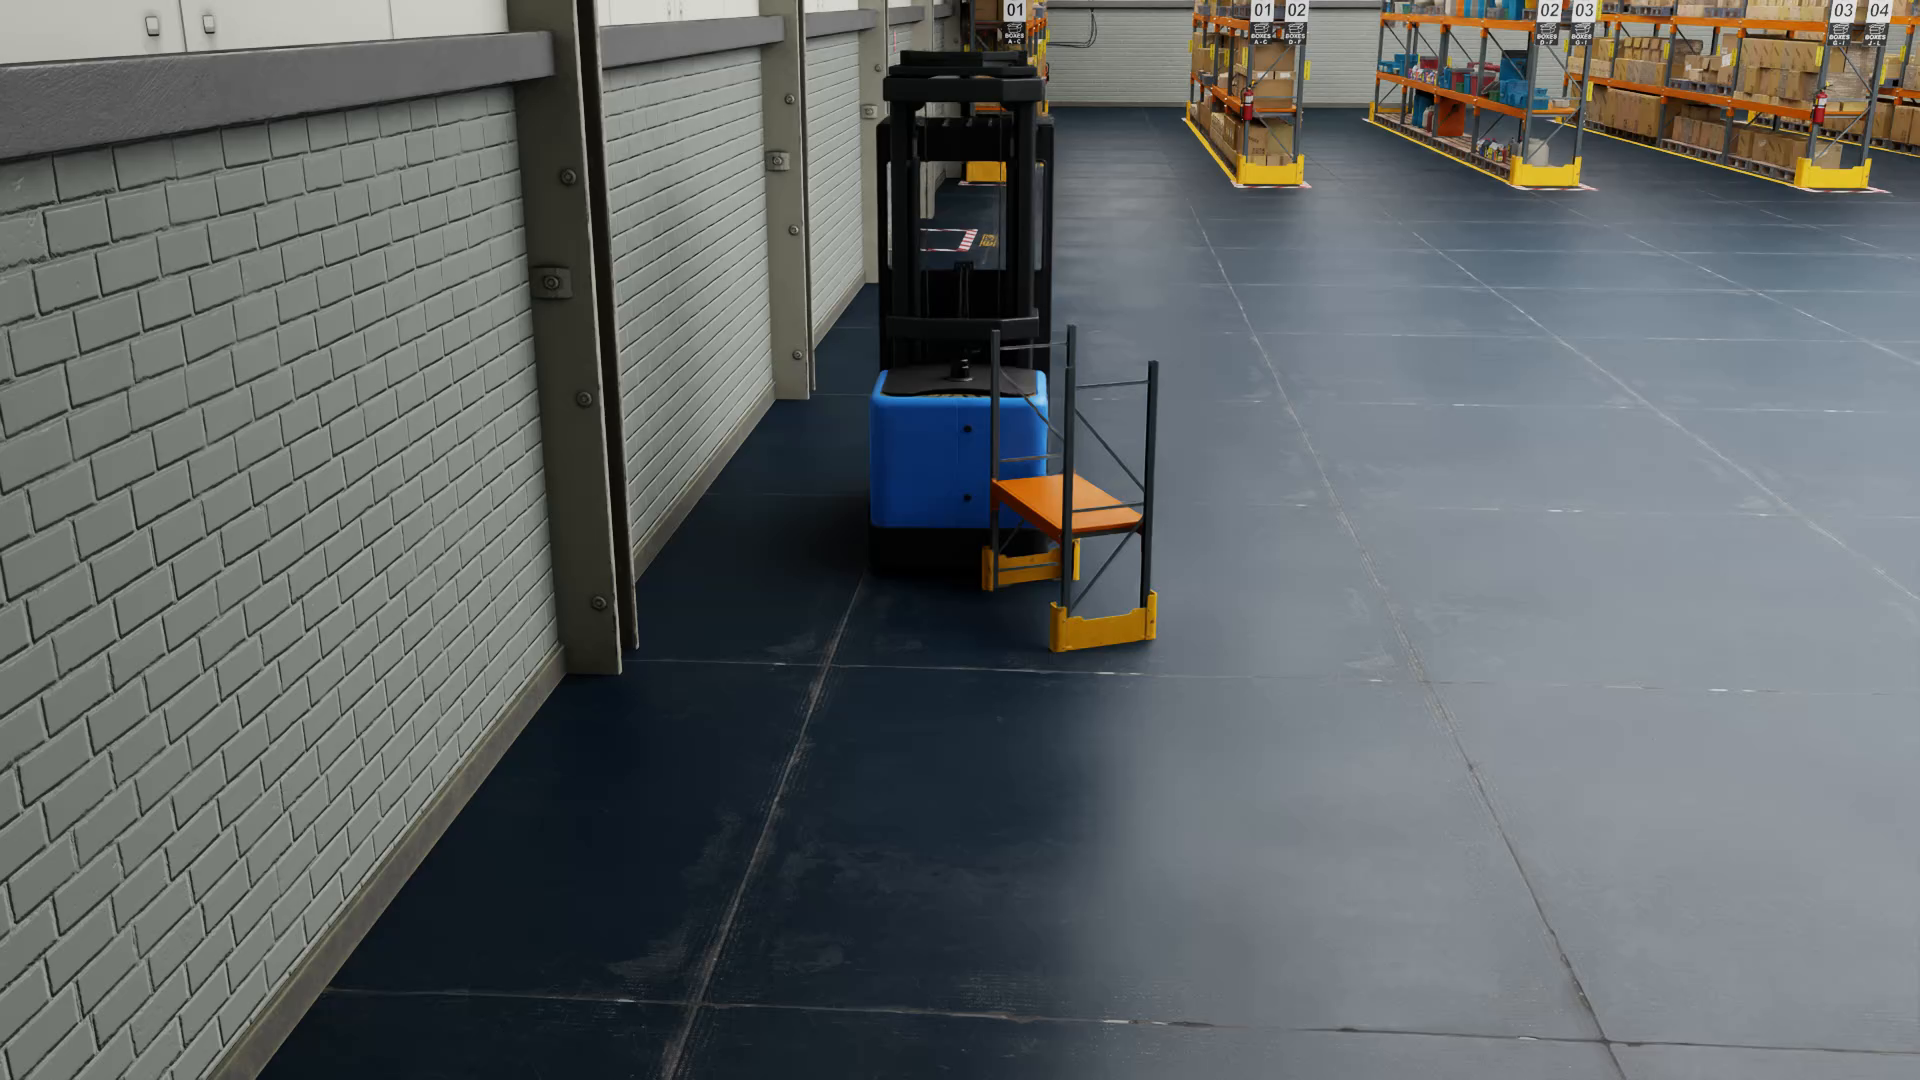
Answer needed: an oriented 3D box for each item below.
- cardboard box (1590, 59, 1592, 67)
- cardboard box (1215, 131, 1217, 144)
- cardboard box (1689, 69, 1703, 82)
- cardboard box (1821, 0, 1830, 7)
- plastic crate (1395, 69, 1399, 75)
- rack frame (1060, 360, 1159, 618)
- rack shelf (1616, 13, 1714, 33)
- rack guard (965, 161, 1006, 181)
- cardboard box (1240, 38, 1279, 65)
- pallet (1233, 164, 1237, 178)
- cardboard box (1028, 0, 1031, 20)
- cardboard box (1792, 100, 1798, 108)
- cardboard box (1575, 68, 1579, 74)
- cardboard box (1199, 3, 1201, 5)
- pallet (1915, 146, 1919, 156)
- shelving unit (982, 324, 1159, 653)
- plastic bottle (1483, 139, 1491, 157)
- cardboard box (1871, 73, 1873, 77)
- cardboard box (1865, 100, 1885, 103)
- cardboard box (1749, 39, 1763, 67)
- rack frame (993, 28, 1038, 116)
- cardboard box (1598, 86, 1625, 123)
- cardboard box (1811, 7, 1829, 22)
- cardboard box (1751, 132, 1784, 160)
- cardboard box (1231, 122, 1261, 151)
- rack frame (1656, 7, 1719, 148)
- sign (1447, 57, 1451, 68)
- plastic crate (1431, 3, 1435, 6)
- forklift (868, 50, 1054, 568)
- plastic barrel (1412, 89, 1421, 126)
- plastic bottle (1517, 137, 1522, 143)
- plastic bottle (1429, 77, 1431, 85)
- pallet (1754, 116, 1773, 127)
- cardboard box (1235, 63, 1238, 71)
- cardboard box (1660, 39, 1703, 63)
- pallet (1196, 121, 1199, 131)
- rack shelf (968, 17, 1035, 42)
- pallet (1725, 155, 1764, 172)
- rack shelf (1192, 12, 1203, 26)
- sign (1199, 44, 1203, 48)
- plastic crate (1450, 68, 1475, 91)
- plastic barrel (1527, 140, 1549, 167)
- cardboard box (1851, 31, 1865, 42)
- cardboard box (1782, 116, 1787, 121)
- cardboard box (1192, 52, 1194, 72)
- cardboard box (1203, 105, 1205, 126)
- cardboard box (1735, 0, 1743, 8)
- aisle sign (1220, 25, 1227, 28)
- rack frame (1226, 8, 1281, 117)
[{"bbox_3d":[16.244,-12.116,42.344,0.500,0.250,0.500,1,18,3],"label":"cardboard box"},{"bbox_3d":[5.762,-8.666,35.794,0.500,0.250,0.500,2,18,5],"label":"cardboard box"},{"bbox_3d":[15.727,-9.797,35.070,0.500,0.250,0.500,1,18,2],"label":"cardboard box"},{"bbox_3d":[15.211,-9.336,28.881,0.380,0.149,0.250,1,18,4],"label":"cardboard box"},{"bbox_3d":[11.235,-11.788,41.926,0.437,0.125,0.590,1,18,4],"label":"plastic crate"},{"bbox_3d":[0.759,-0.163,8.511,0.500,1.500,0.032,-7,19,-19],"label":"rack frame"},{"bbox_3d":[16.220,-11.888,38.225,1.077,0.370,4.000,1,18,4],"label":"rack shelf"},{"bbox_3d":[0.686,-6.866,30.576,1.175,0.500,0.348,1,18,4],"label":"rack guard"},{"bbox_3d":[5.848,-9.533,32.454,0.700,0.500,0.500,1,18,4],"label":"cardboard box"},{"bbox_3d":[5.635,-6.835,30.942,1.003,0.211,1.213,1,18,4],"label":"pallet"},{"bbox_3d":[1.028,-9.777,30.435,0.500,0.500,0.500,2,18,8],"label":"cardboard box"},{"bbox_3d":[15.336,-7.906,30.139,0.380,0.149,0.250,1,18,4],"label":"cardboard box"},{"bbox_3d":[16.243,-12.206,43.259,0.380,0.149,0.250,1,18,3],"label":"cardboard box"},{"bbox_3d":[6.326,-13.470,42.138,0.500,0.250,0.500,1,18,4],"label":"cardboard box"},{"bbox_3d":[20.794,-8.095,34.790,1.003,0.211,1.213,1,18,4],"label":"pallet"},{"bbox_3d":[0.581,-0.314,8.973,0.587,1.500,1.083,-7,19,-19],"label":"shelving unit"},{"bbox_3d":[10.364,-7.702,32.659,0.144,0.351,0.185,1,18,2],"label":"plastic bottle"},{"bbox_3d":[20.631,-10.442,37.203,0.380,0.149,0.250,2,18,5],"label":"cardboard box"},{"bbox_3d":[20.881,-9.942,38.084,0.500,0.250,0.500,2,18,5],"label":"cardboard box"},{"bbox_3d":[15.469,-9.316,31.793,0.500,0.500,0.500,1,18,4],"label":"cardboard box"},{"bbox_3d":[1.255,-10.515,37.697,1.000,3.000,0.127,1,18,4],"label":"rack frame"},{"bbox_3d":[16.490,-10.819,41.362,0.875,0.875,0.875,1,18,4],"label":"cardboard box"},{"bbox_3d":[15.284,-9.209,29.133,0.500,0.250,0.500,2,18,5],"label":"cardboard box"},{"bbox_3d":[15.687,-7.652,32.297,0.500,0.500,0.500,7,20,21],"label":"cardboard box"},{"bbox_3d":[5.421,-7.655,31.504,0.500,0.500,0.500,1,18,4],"label":"cardboard box"},{"bbox_3d":[16.076,-10.184,36.685,1.000,3.000,0.127,1,18,4],"label":"rack frame"},{"bbox_3d":[11.971,-11.655,40.731,0.100,0.325,0.005,1,18,4],"label":"sign"},{"bbox_3d":[11.785,-13.280,41.526,0.497,0.269,0.590,1,18,4],"label":"plastic crate"},{"bbox_3d":[0.042,-1.634,10.701,1.130,2.935,3.031,1,18,2],"label":"forklift"},{"bbox_3d":[11.367,-10.570,40.560,0.600,0.901,0.708,1,18,4],"label":"plastic barrel"},{"bbox_3d":[11.091,-7.796,32.945,0.144,0.351,0.185,1,18,2],"label":"plastic bottle"},{"bbox_3d":[10.804,-10.533,38.069,0.097,0.201,0.097,0,18,0],"label":"plastic bottle"},{"bbox_3d":[21.491,-10.926,43.428,1.003,0.211,1.213,1,18,4],"label":"pallet"},{"bbox_3d":[5.697,-9.440,33.214,0.380,0.149,0.250,1,18,4],"label":"cardboard box"},{"bbox_3d":[16.145,-10.935,37.205,0.797,0.503,0.637,2,18,6],"label":"cardboard box"},{"bbox_3d":[6.533,-10.536,42.240,1.003,0.211,1.213,1,18,4],"label":"pallet"},{"bbox_3d":[0.824,-9.735,31.655,1.077,0.370,4.000,1,18,4],"label":"rack shelf"},{"bbox_3d":[15.777,-7.407,32.689,1.003,0.211,1.213,1,18,4],"label":"pallet"},{"bbox_3d":[6.626,-13.353,42.695,1.077,0.370,4.000,1,18,4],"label":"rack shelf"},{"bbox_3d":[5.941,-12.069,41.049,0.100,0.325,0.005,1,18,4],"label":"sign"},{"bbox_3d":[10.715,-9.830,35.501,0.402,0.464,0.583,1,18,4],"label":"plastic crate"},{"bbox_3d":[10.534,-7.033,30.390,0.421,0.512,0.421,0,18,0],"label":"plastic barrel"},{"bbox_3d":[21.578,-12.083,40.236,0.500,0.500,0.500,2,18,5],"label":"cardboard box"},{"bbox_3d":[21.135,-10.735,42.270,0.380,0.149,0.250,1,18,4],"label":"cardboard box"},{"bbox_3d":[6.474,-12.806,44.528,0.500,0.500,0.500,2,18,5],"label":"cardboard box"},{"bbox_3d":[6.134,-10.204,40.054,0.500,0.500,0.500,2,18,5],"label":"cardboard box"},{"bbox_3d":[15.757,-10.797,33.280,0.396,0.266,0.258,2,18,6],"label":"cardboard box"},{"bbox_3d":[7.080,-14.140,44.585,0.394,0.787,0.004,1,18,4],"label":"aisle sign"},{"bbox_3d":[5.909,-9.164,33.572,1.000,3.000,0.127,1,18,4],"label":"rack frame"}]
